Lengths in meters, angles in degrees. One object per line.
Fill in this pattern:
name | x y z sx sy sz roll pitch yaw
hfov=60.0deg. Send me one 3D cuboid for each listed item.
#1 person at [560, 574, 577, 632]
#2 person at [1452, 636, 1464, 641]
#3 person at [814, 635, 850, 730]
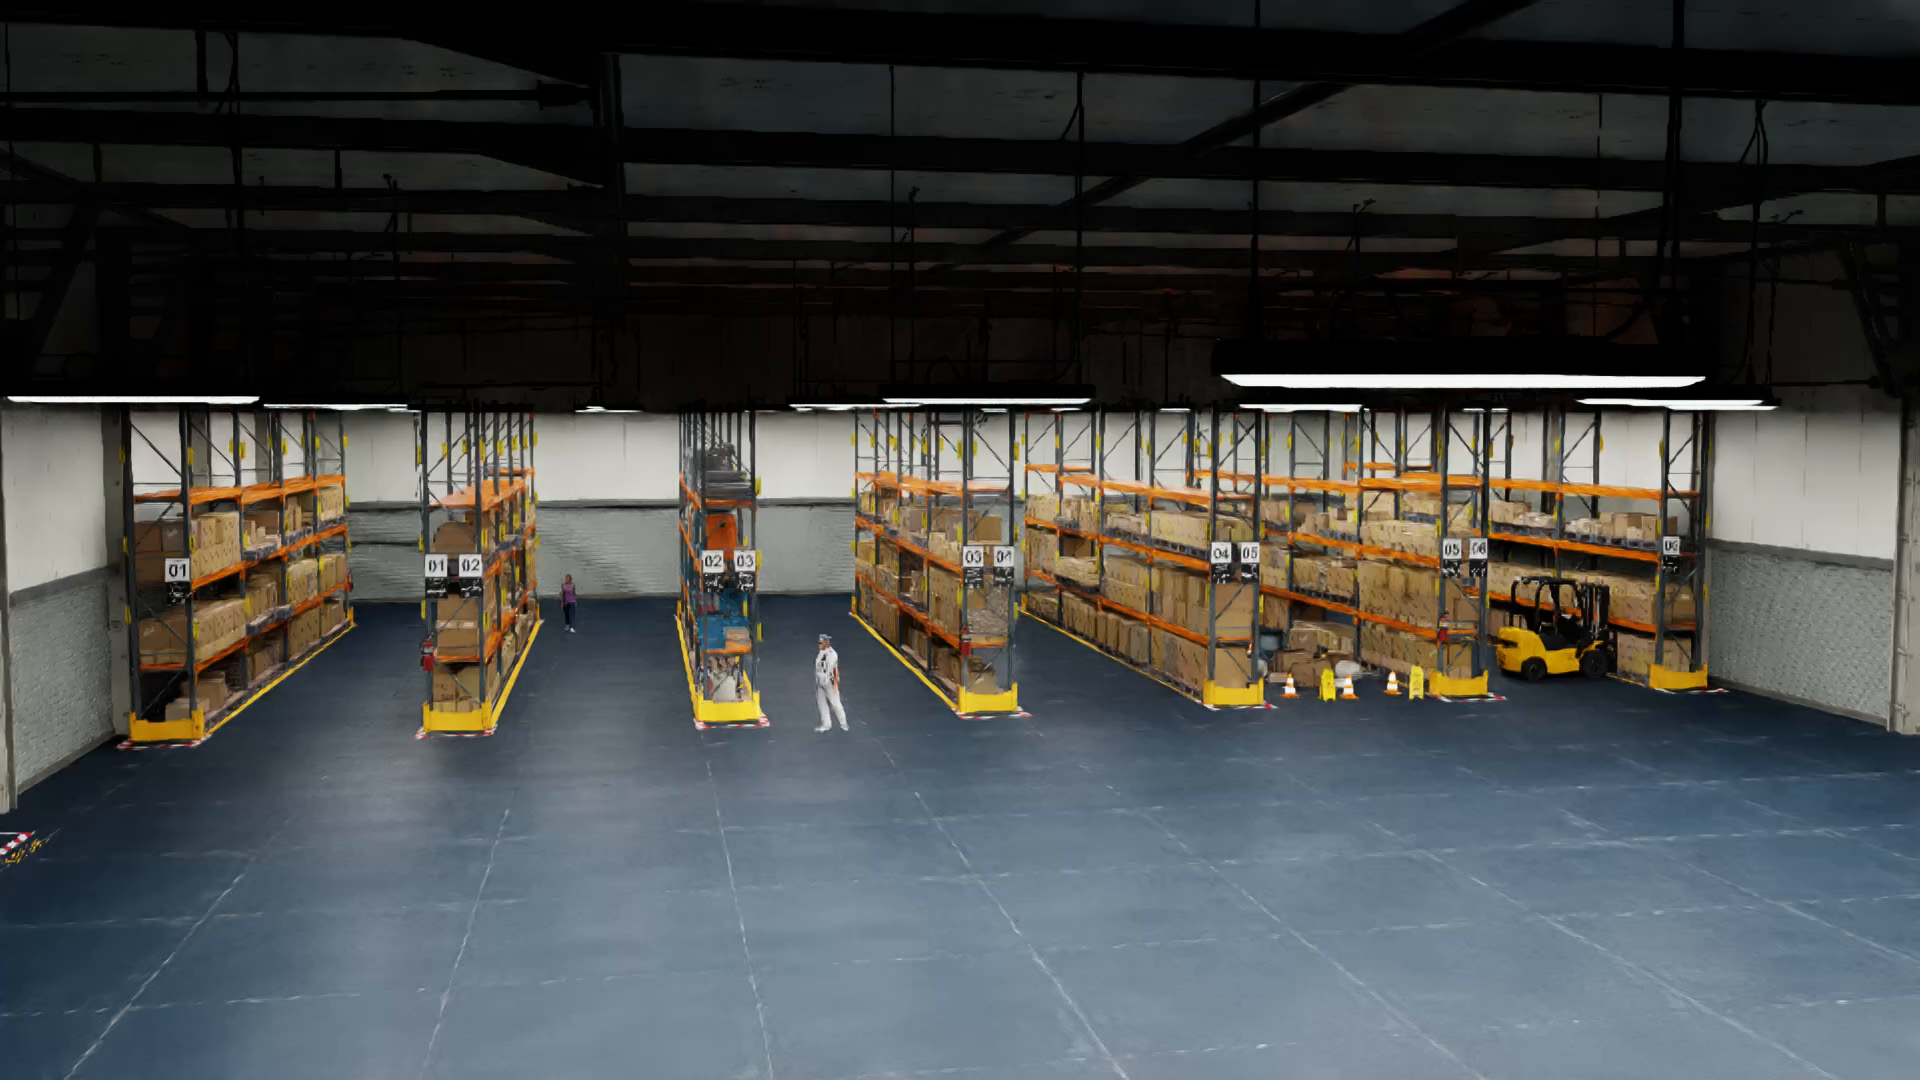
person | -10.357 1.634 43.973 0.417 1.517 1.037 -1 4 -9
person | 11.932 1.894 40.080 0.511 1.596 0.494 1 5 17
person | -2.343 2.580 30.200 0.569 1.748 0.656 -4 6 -39
